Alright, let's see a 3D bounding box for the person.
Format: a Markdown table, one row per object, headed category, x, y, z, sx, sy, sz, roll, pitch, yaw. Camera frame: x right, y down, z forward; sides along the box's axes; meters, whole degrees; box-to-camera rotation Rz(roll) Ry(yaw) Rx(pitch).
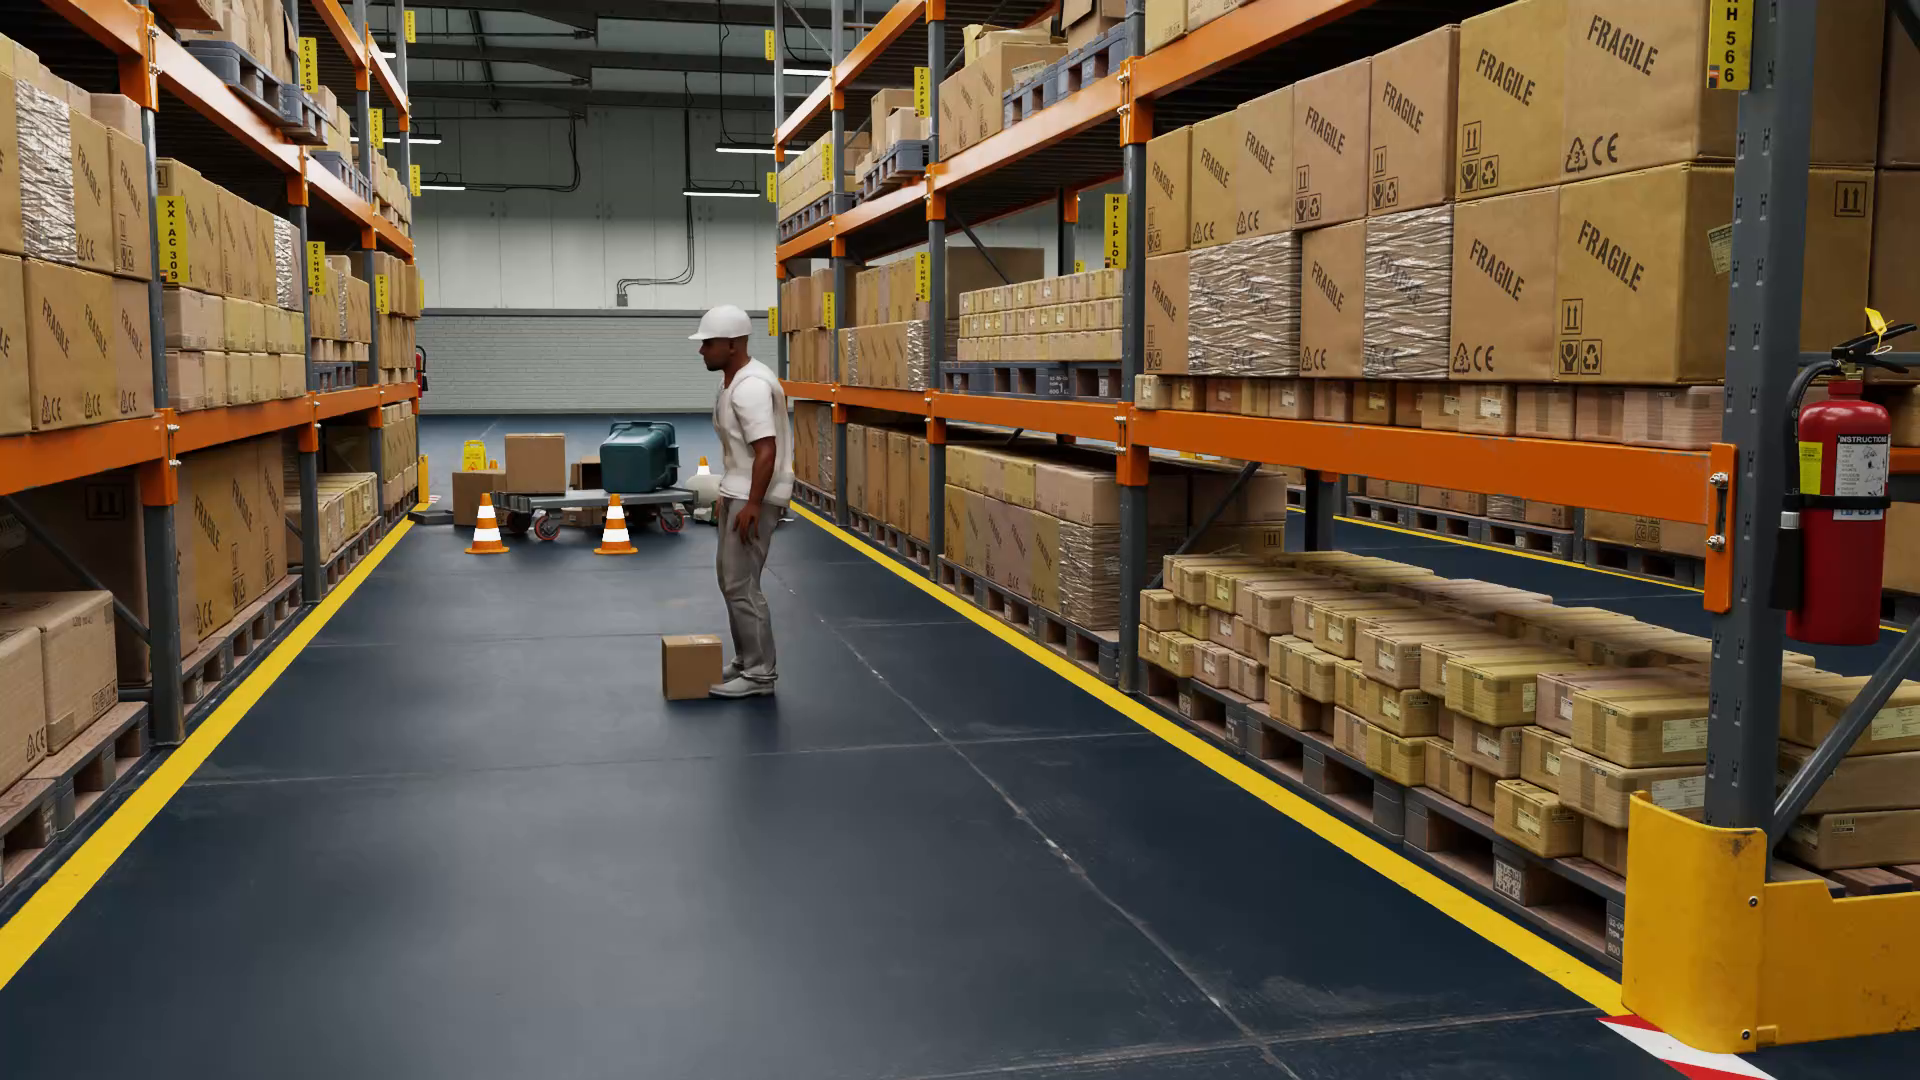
| category | x | y | z | sx | sy | sz | roll | pitch | yaw |
| --- | --- | --- | --- | --- | --- | --- | --- | --- | --- |
| person | -0.995 | -0.176 | 7.550 | 0.458 | 1.755 | 0.630 | -2 | 6 | -17 |
